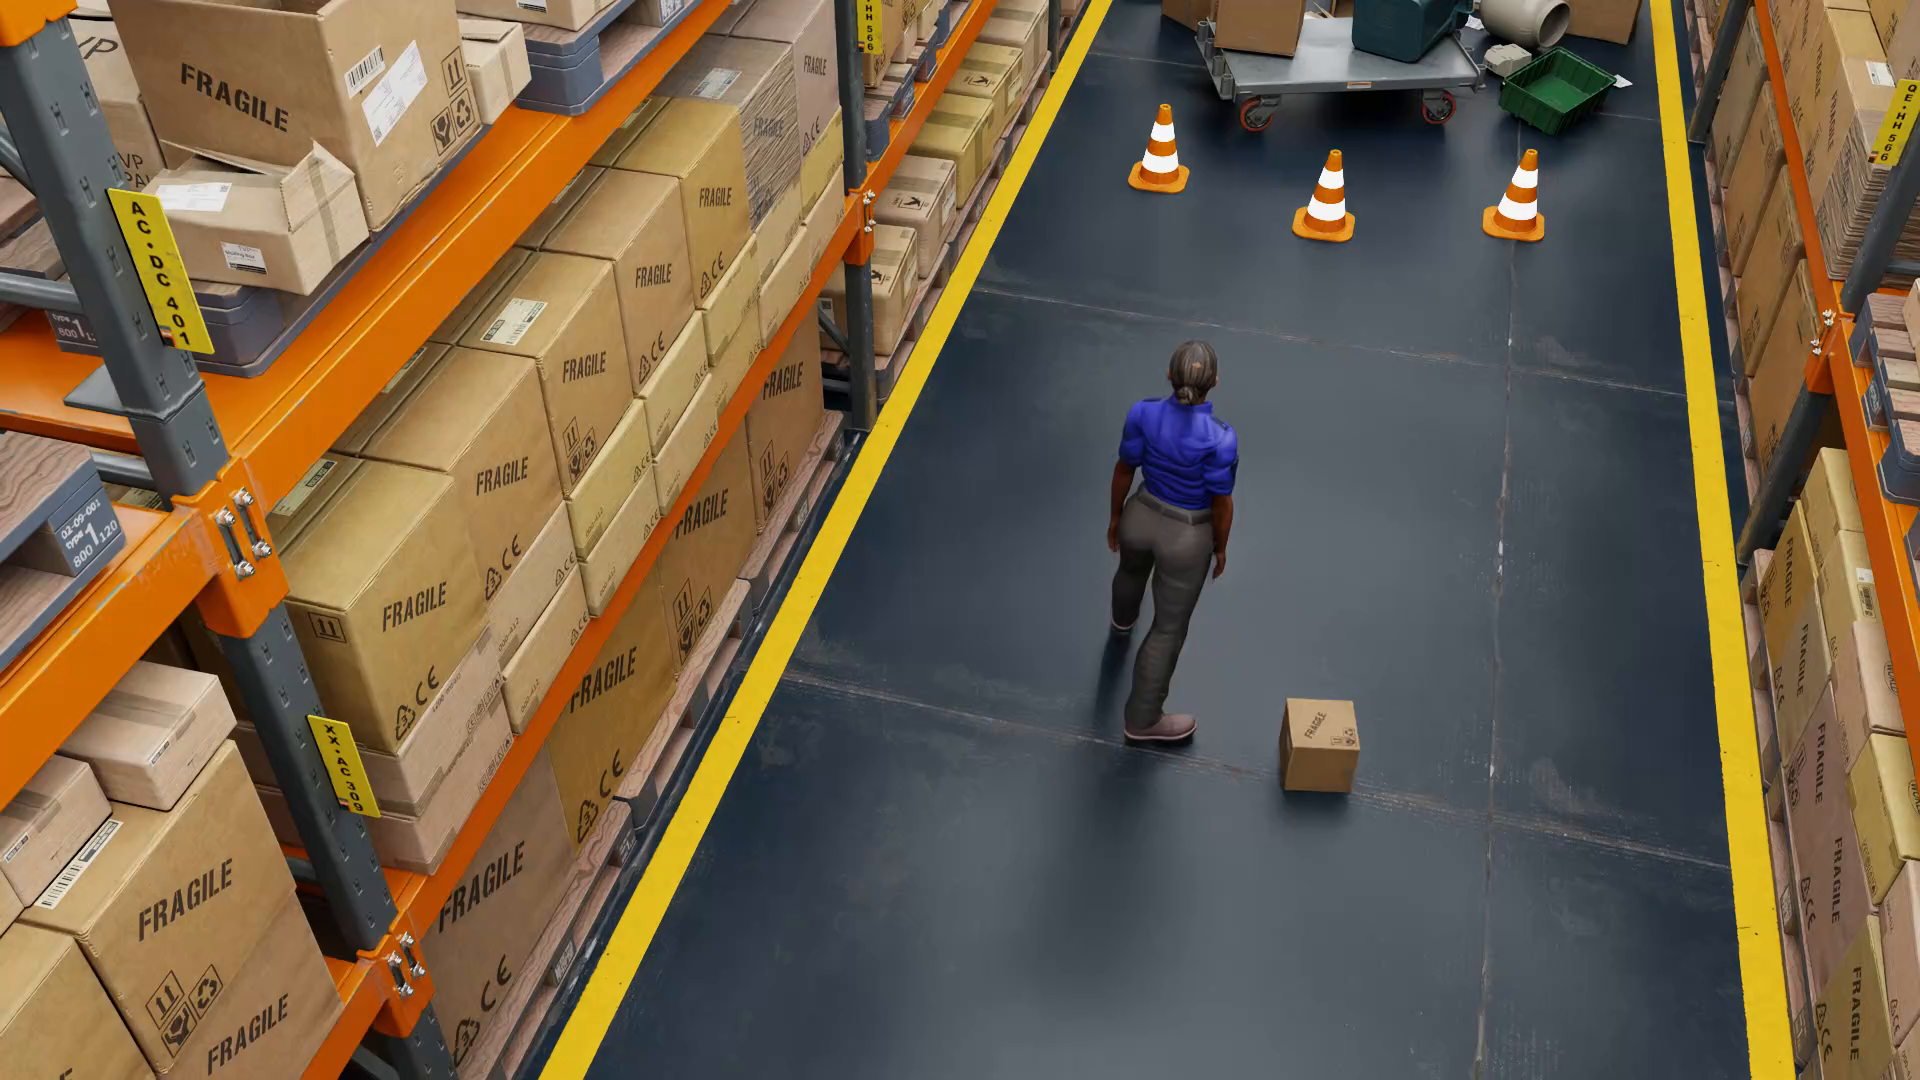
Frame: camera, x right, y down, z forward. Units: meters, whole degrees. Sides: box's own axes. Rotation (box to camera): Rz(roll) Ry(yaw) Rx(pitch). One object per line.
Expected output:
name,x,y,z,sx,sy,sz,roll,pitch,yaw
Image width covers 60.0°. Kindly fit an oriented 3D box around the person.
person,0.765,-0.080,6.239,0.654,1.629,0.778,25,47,26
